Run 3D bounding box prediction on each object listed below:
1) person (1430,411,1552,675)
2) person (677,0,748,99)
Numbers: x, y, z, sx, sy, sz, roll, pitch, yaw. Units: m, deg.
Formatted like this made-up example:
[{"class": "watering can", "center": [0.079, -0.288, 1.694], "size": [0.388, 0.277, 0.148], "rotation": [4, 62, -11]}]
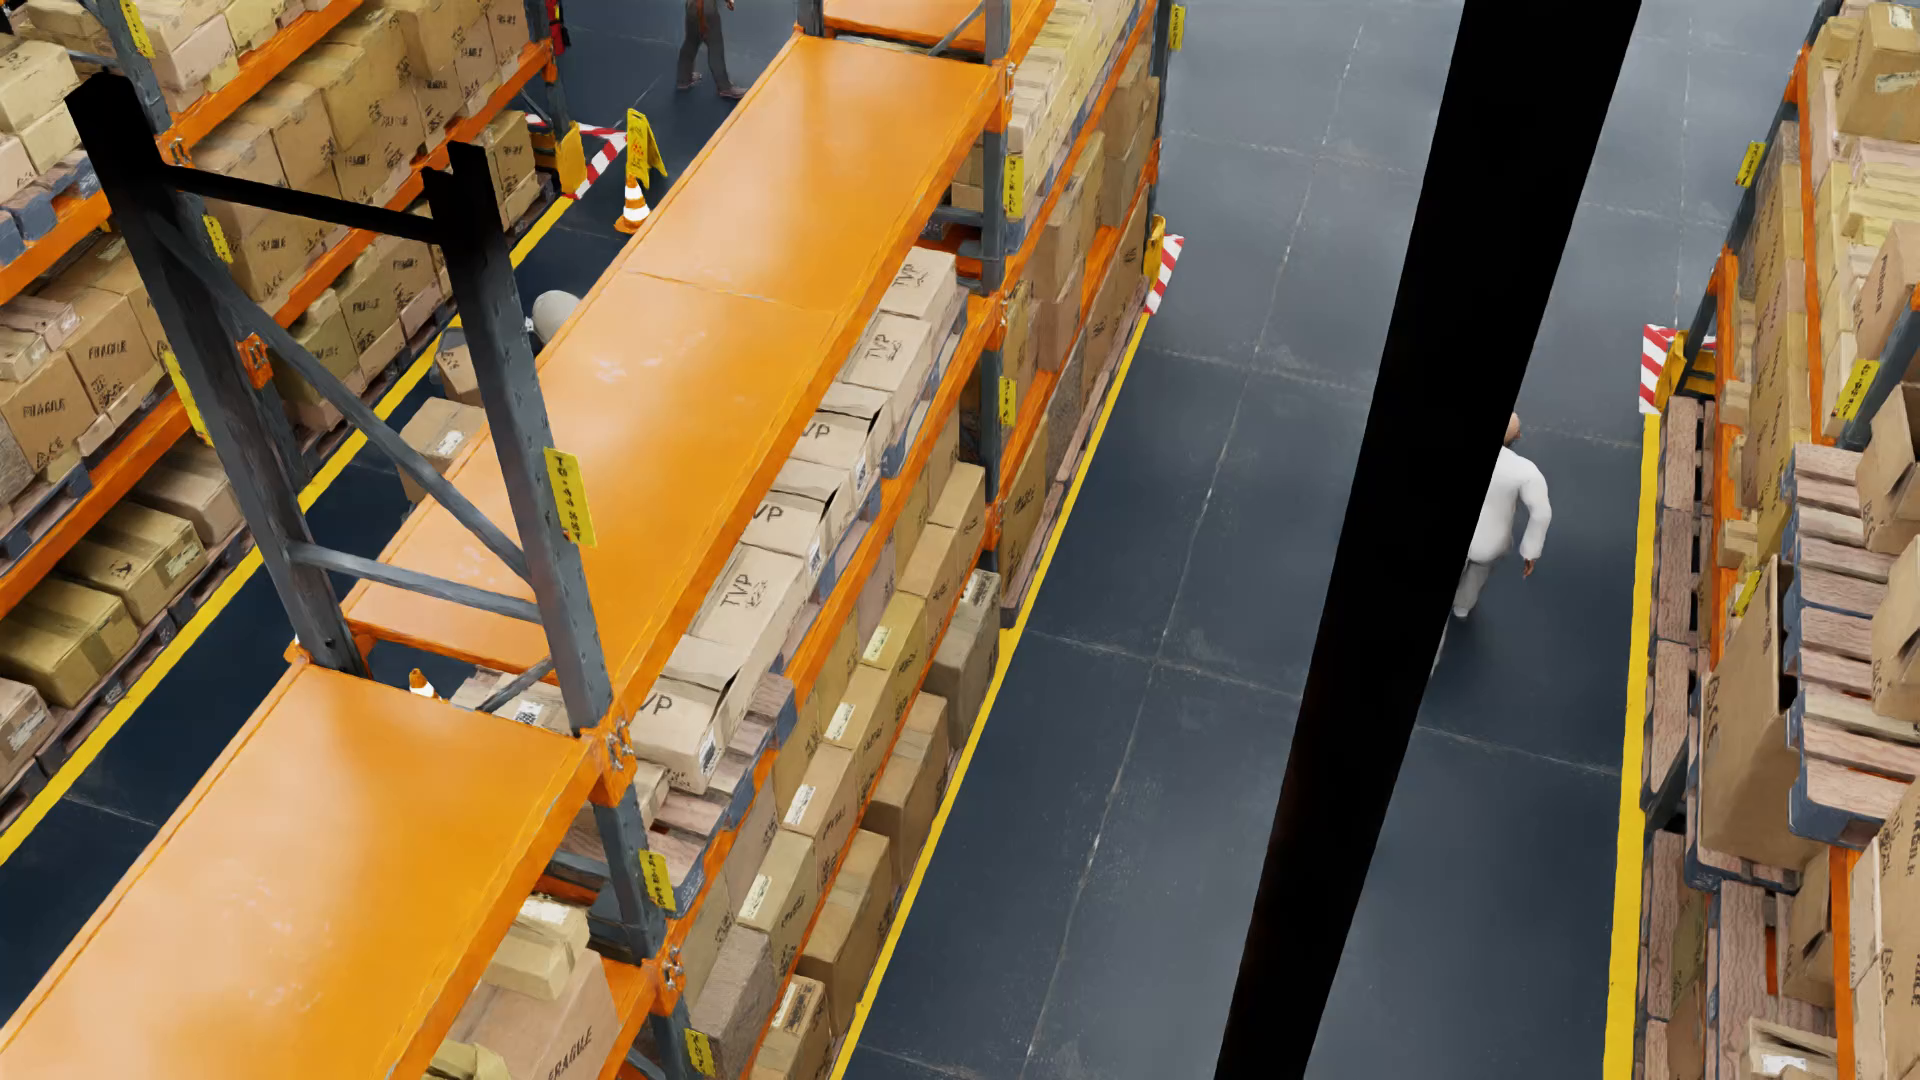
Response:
[{"class": "person", "center": [3.089, -0.052, 9.986], "size": [0.733, 1.709, 0.930], "rotation": [11, 47, 11]}, {"class": "person", "center": [-2.247, -4.666, 14.539], "size": [0.636, 1.641, 0.477], "rotation": [-8, 46, -8]}]
